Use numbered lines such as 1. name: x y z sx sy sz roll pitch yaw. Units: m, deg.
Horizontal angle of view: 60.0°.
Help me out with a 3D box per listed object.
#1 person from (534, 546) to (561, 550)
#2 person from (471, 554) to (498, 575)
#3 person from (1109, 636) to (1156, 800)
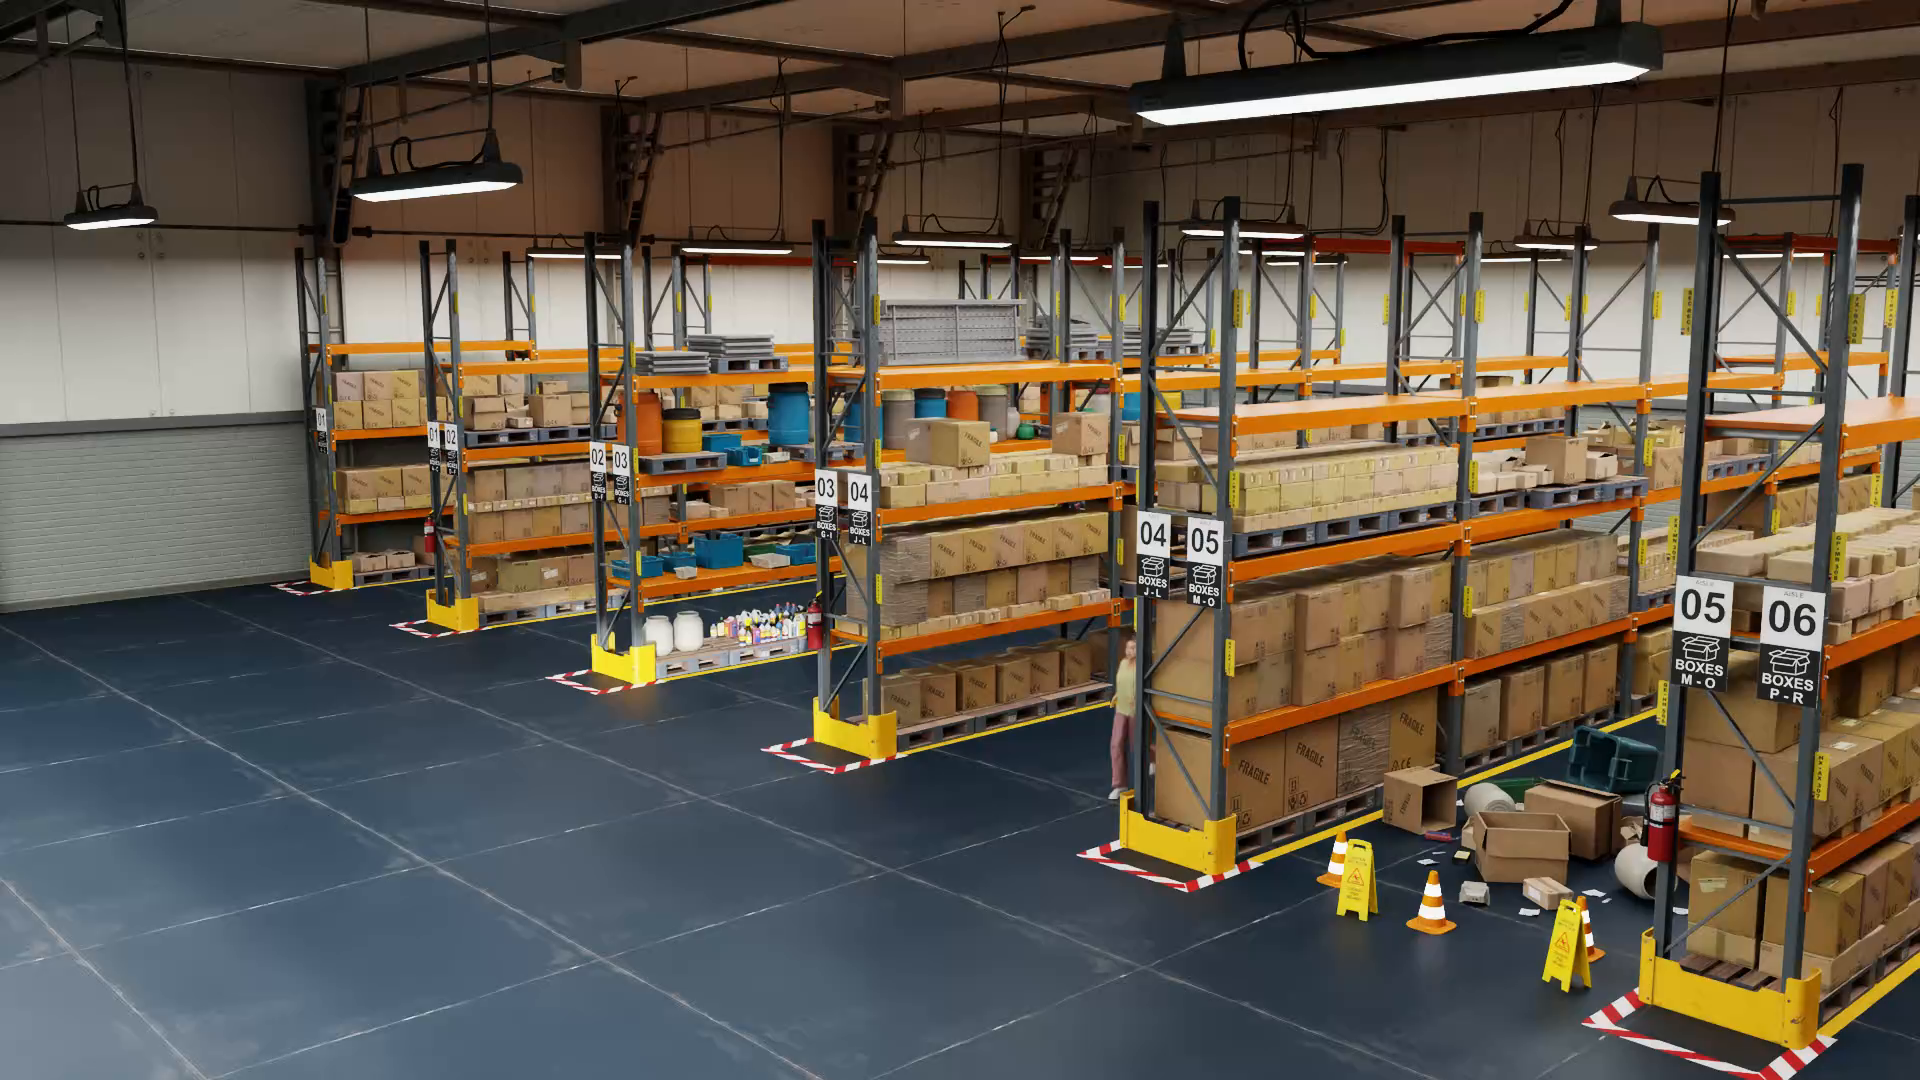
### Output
1. person: -7.102 0.113 29.028 0.576 1.656 0.824 6 10 37
2. person: -8.243 0.091 28.816 0.580 1.706 0.893 7 11 38
3. person: 1.818 1.820 17.373 0.579 1.671 0.894 6 11 37
